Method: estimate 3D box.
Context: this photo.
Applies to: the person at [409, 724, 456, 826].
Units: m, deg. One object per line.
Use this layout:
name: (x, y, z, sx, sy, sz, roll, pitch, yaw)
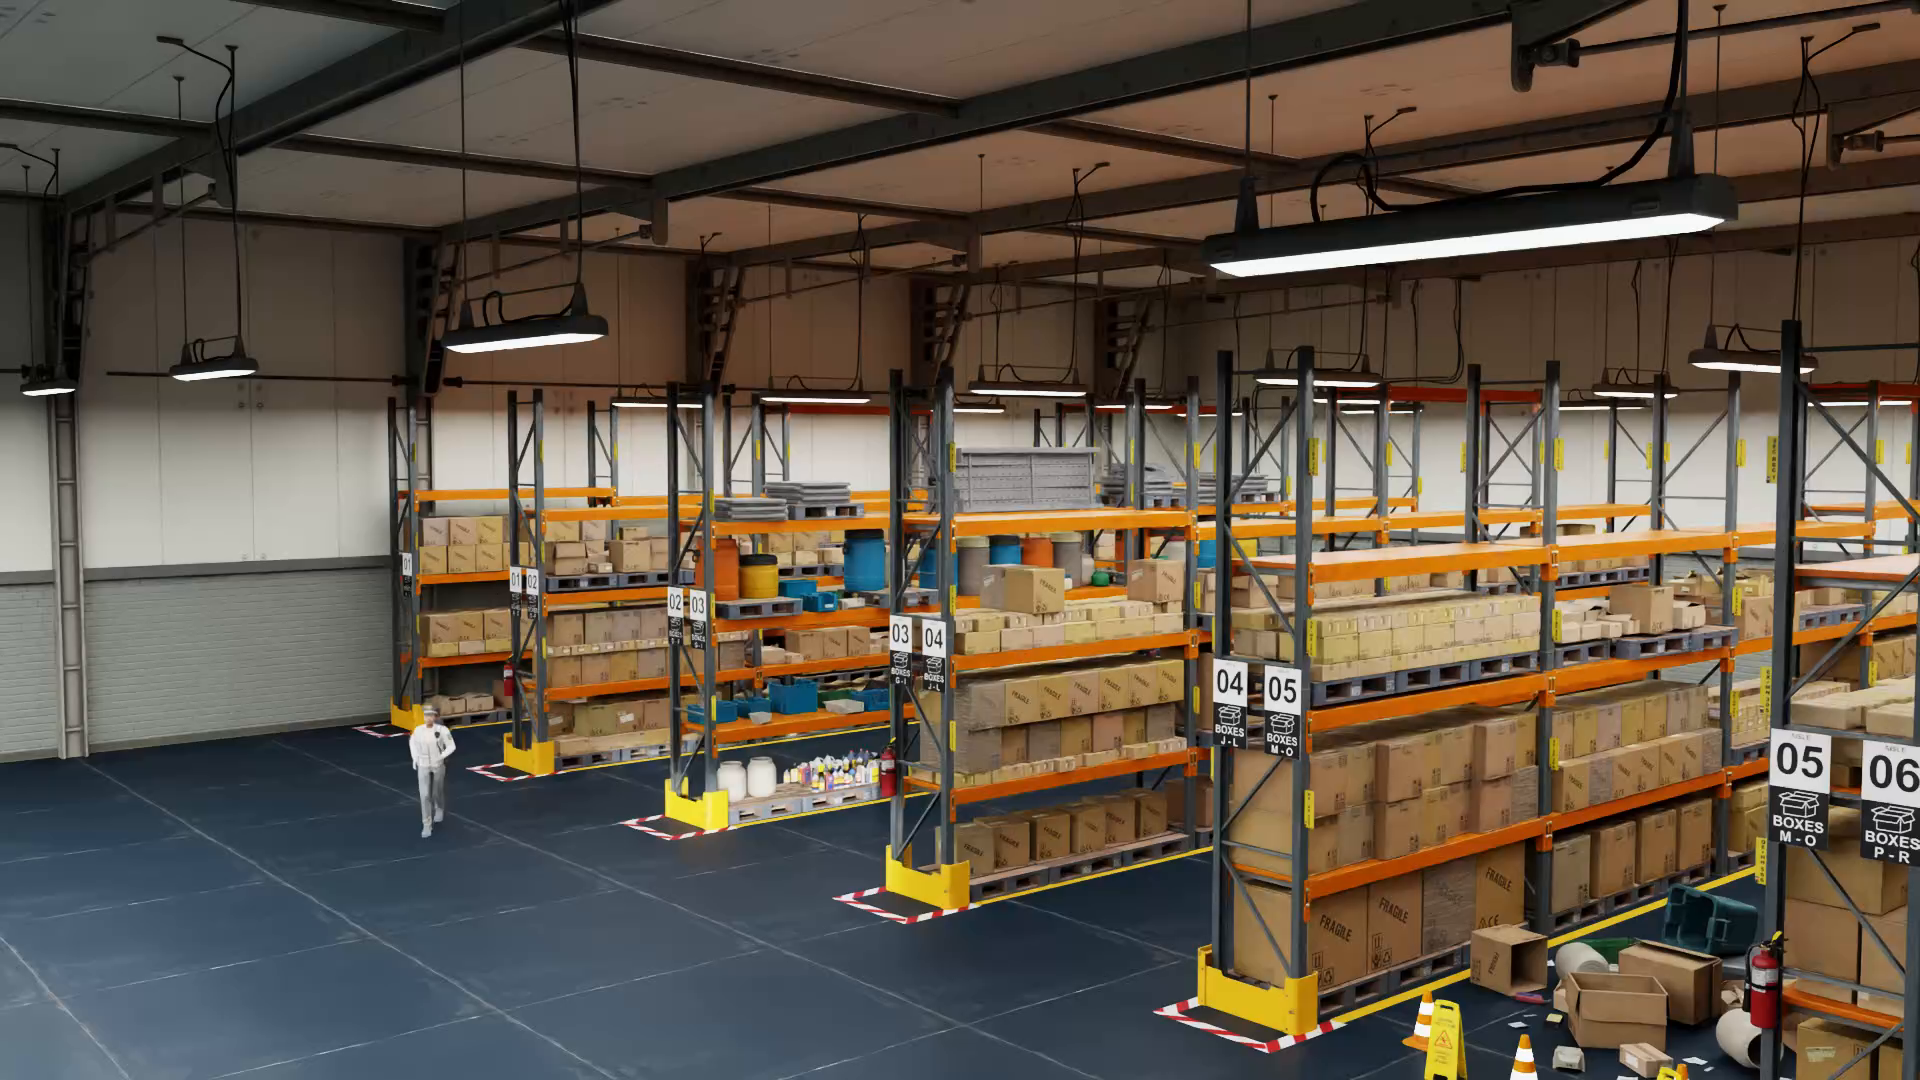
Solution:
person: (-7.037, 3.099, 22.205, 0.621, 1.362, 0.683, -1, 3, -10)
